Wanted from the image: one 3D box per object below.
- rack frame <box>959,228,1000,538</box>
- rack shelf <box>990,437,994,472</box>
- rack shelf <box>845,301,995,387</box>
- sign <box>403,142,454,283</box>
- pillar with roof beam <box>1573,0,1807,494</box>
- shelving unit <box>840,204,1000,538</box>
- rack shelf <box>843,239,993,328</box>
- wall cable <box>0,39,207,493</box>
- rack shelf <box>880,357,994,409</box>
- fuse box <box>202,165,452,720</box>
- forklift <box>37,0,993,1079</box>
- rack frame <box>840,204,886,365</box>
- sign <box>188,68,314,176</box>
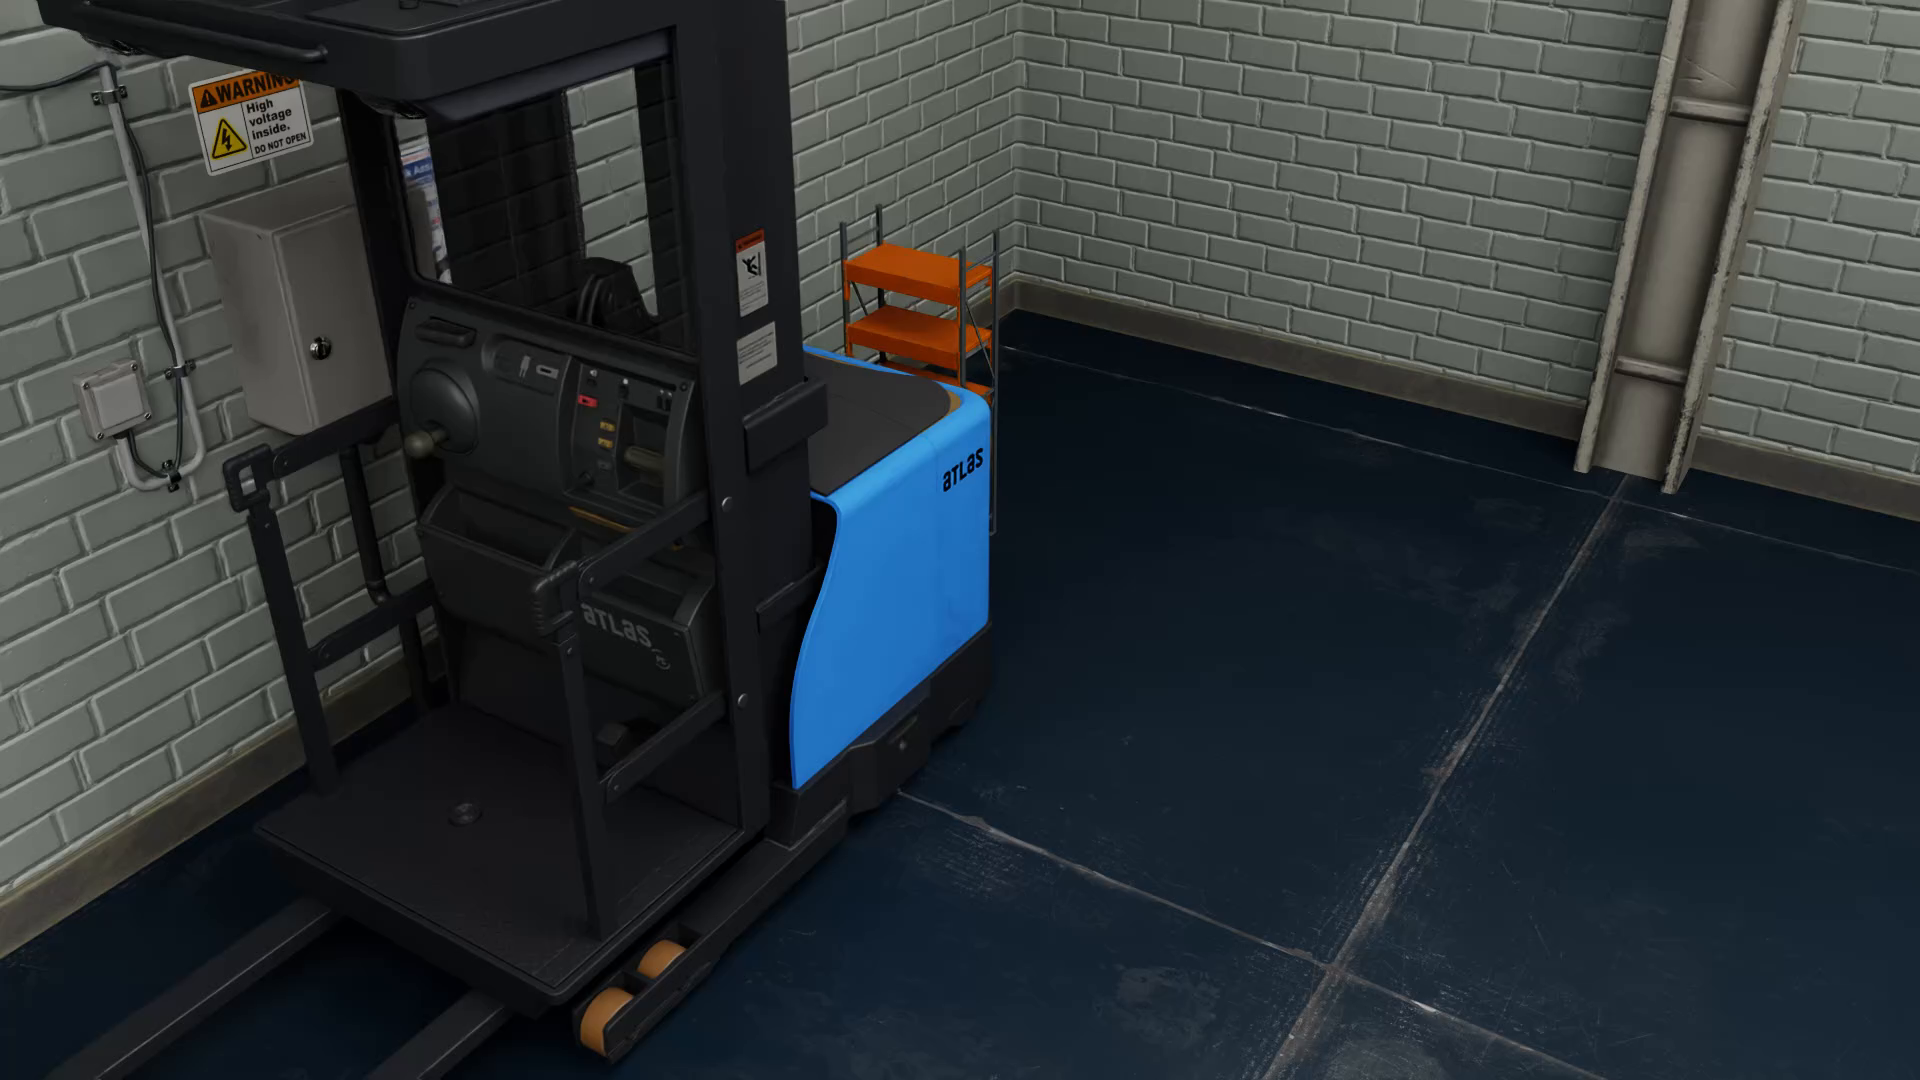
[{"bbox_3d":[0.066,-0.497,5.912,0.015,1.200,0.240,18,35,27],"label":"rack frame"},{"bbox_3d":[-0.140,-0.333,6.158,0.480,0.148,0.258,18,35,27],"label":"rack shelf"},{"bbox_3d":[-0.140,-0.698,5.945,0.480,0.148,0.258,18,35,27],"label":"rack shelf"},{"bbox_3d":[-1.561,-0.949,4.995,0.001,0.494,0.329,18,35,27],"label":"sign"},{"bbox_3d":[0.442,-2.346,1.342,0.400,9.000,9.100,18,35,27],"label":"pillar with roof beam"},{"bbox_3d":[-0.140,-0.563,6.024,0.503,1.200,0.258,18,35,27],"label":"shelving unit"},{"bbox_3d":[-0.140,-0.902,5.826,0.480,0.148,0.258,18,35,27],"label":"rack shelf"},{"bbox_3d":[-2.144,-0.914,3.831,0.122,1.984,0.588,18,35,27],"label":"wall cable"},{"bbox_3d":[-0.140,-0.504,6.058,0.480,0.148,0.258,18,35,27],"label":"rack shelf"},{"bbox_3d":[-1.648,-0.167,4.839,0.414,1.711,0.539,18,35,27],"label":"fuse box"},{"bbox_3d":[-1.114,-0.270,3.805,1.130,2.935,3.031,18,35,28],"label":"forklift"},{"bbox_3d":[-0.347,-0.628,6.136,0.015,1.200,0.240,18,35,27],"label":"rack frame"},{"bbox_3d":[-1.853,-1.113,4.361,0.001,0.242,0.339,18,35,27],"label":"sign"}]
